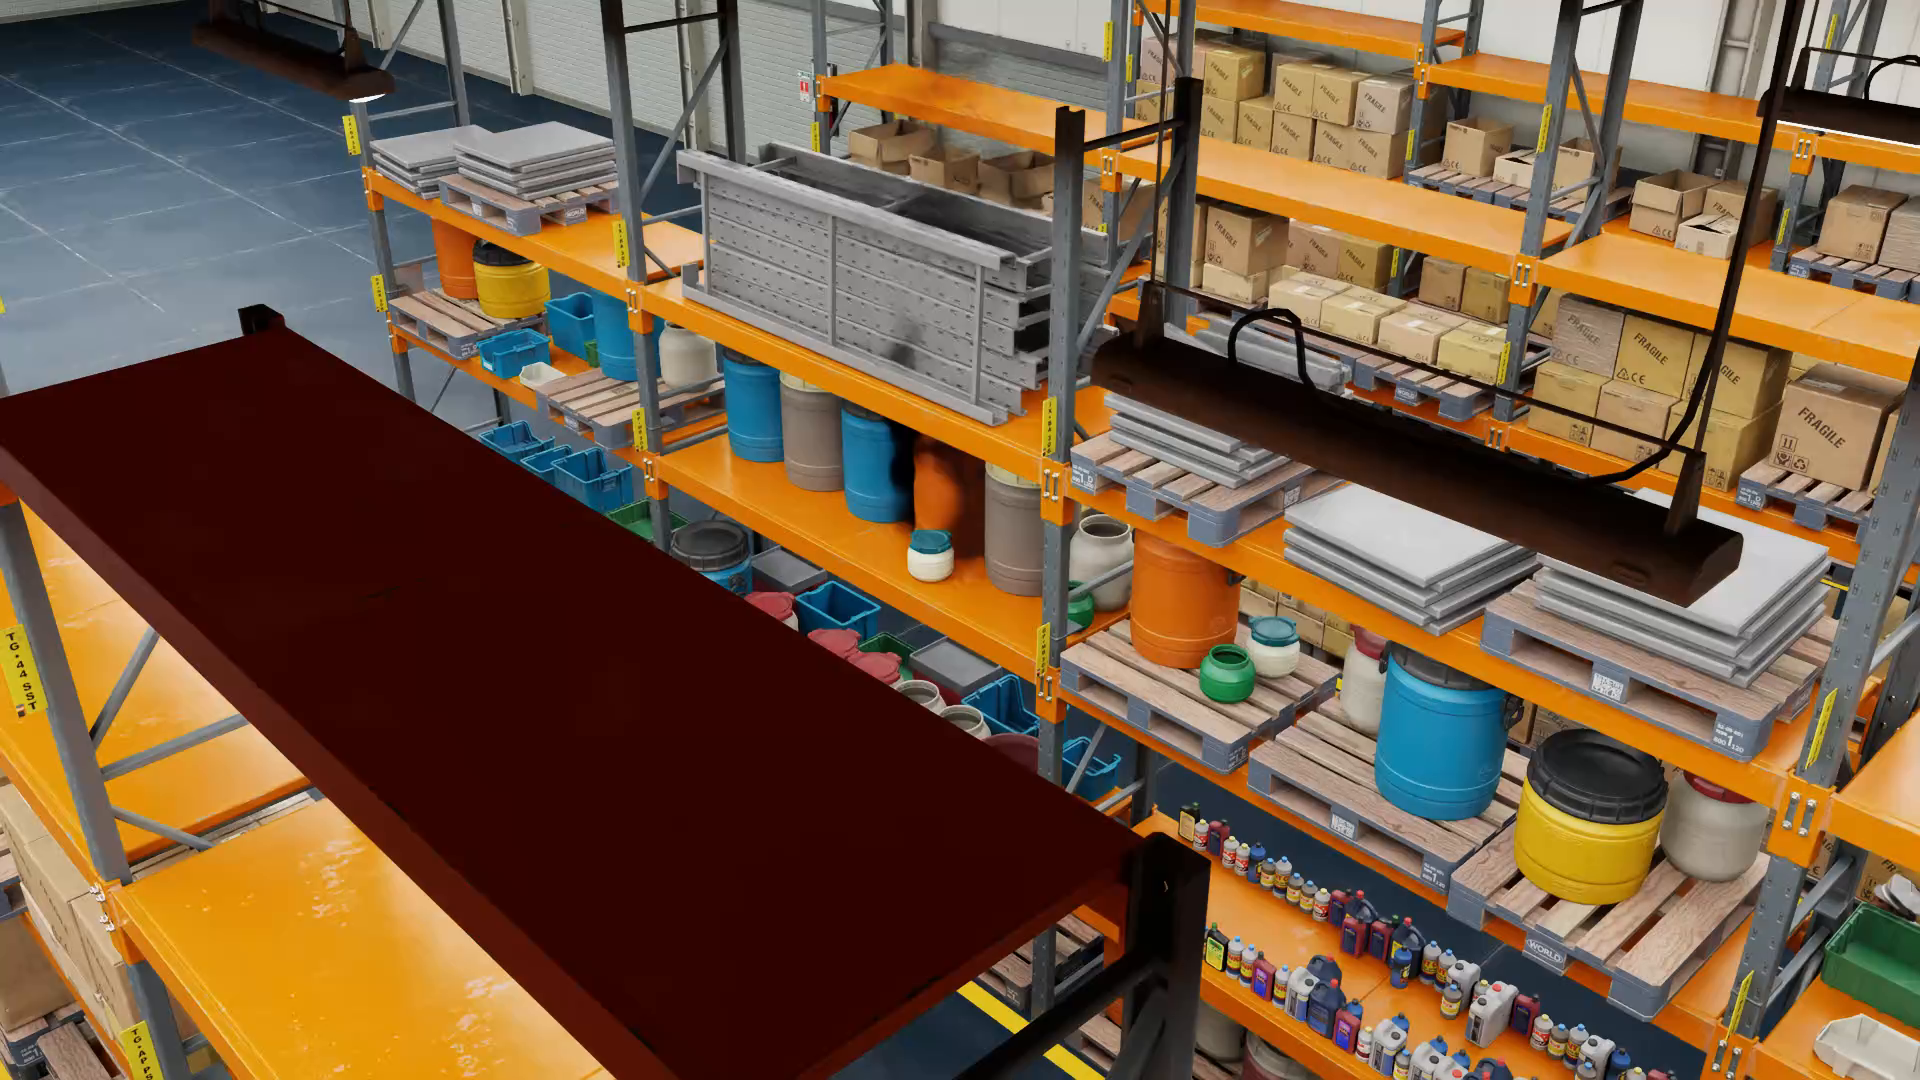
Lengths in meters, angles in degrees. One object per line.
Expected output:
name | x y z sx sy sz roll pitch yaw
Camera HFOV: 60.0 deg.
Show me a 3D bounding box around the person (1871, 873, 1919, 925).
person | 5.459 2.705 10.019 0.886 1.672 0.586 18 33 30
